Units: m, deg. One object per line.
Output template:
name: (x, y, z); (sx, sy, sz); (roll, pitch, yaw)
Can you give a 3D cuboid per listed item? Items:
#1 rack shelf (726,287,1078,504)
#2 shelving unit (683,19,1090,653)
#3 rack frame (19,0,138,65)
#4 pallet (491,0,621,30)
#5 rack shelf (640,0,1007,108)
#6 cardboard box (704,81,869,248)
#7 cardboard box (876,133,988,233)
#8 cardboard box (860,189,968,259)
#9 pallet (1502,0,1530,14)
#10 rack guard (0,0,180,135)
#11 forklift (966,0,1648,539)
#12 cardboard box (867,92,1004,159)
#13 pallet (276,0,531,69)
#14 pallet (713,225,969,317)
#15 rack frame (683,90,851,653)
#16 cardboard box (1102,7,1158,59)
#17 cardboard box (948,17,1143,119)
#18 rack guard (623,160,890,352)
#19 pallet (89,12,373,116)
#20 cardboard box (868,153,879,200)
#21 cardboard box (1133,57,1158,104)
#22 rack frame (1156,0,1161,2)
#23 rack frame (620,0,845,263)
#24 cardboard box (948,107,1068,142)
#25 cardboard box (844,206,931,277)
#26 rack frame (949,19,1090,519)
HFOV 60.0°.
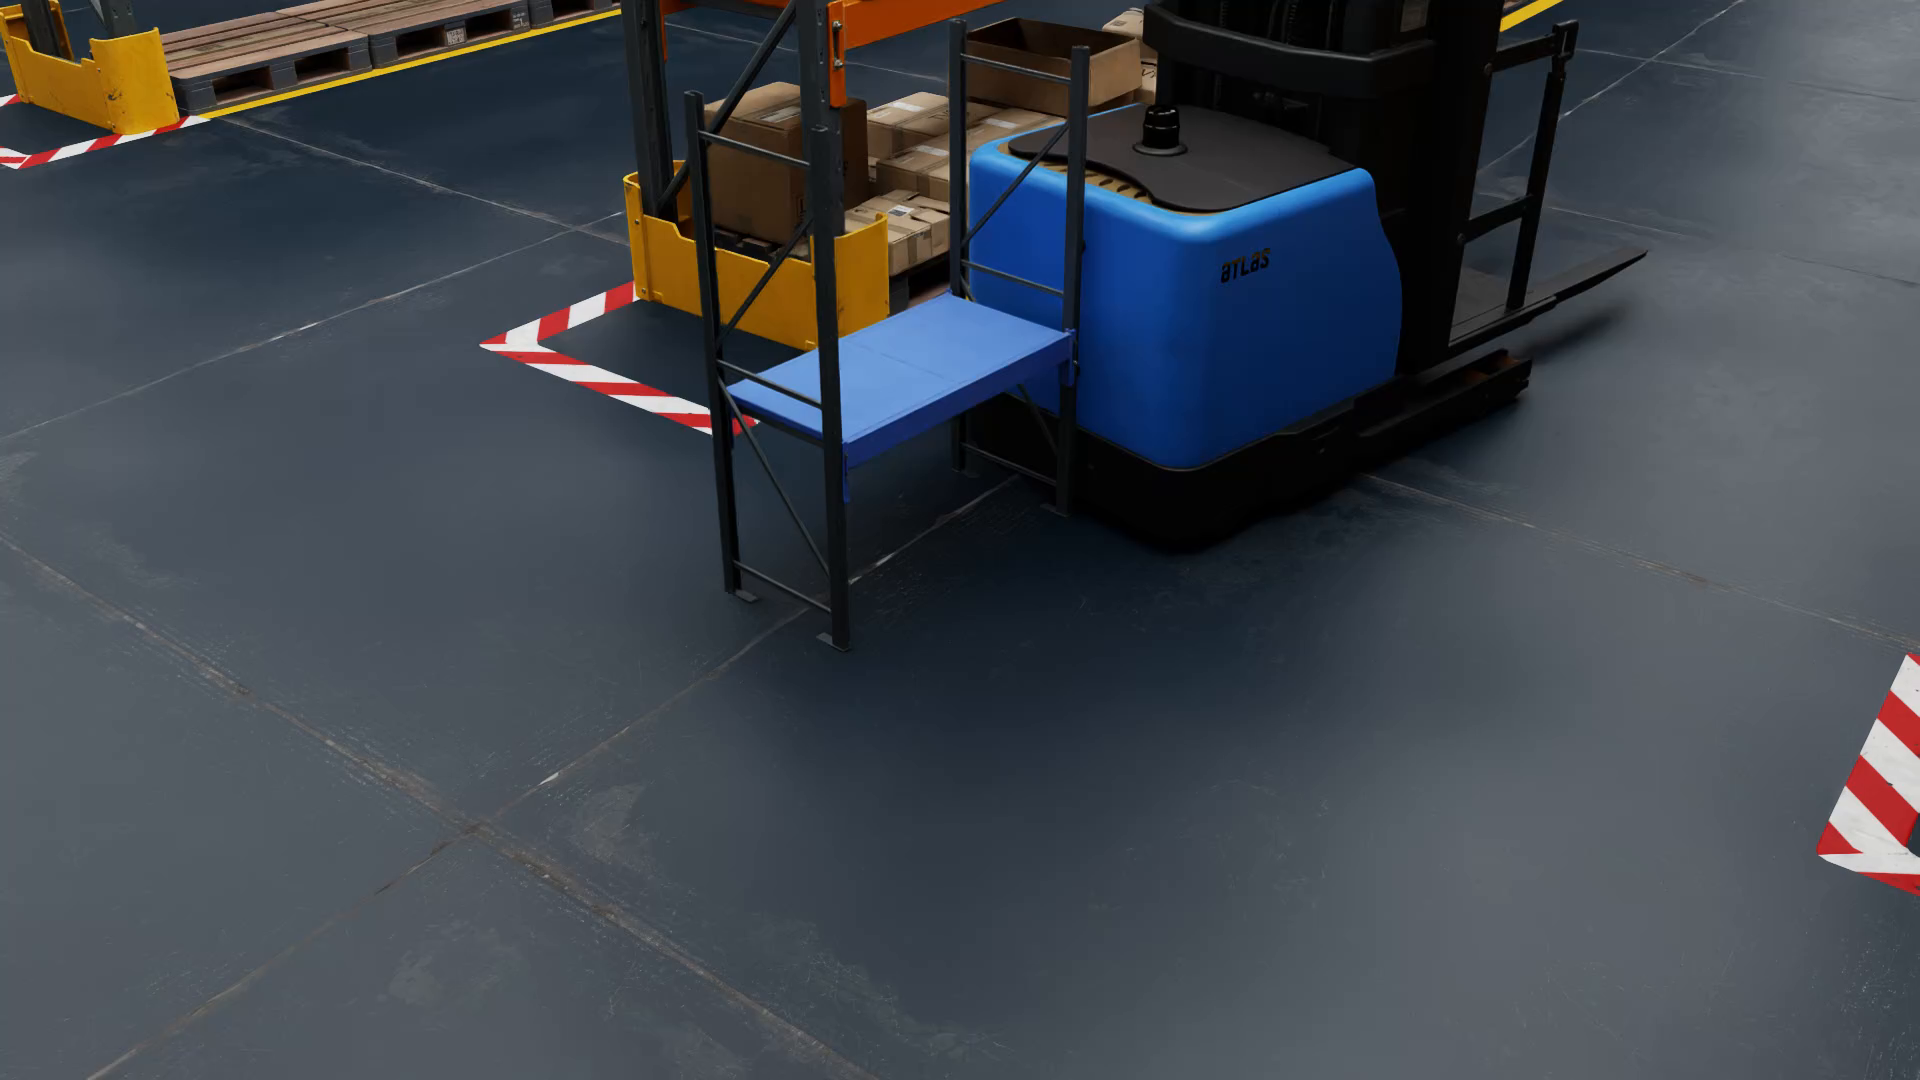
rack shelf: (-0.171, -0.453, 4.897); (0.538, 0.185, 1.000); (24, 38, 35)
shelving unit: (-0.171, -0.608, 4.805); (0.538, 1.500, 1.048); (24, 38, 35)
rack frame: (-4.814, -3.707, 8.563); (1.000, 3.000, 0.127); (21, 37, 31)
pallet: (-2.812, -3.823, 11.493); (1.003, 0.211, 1.213); (21, 37, 31)
rack shelf: (0.340, -2.685, 7.543); (1.077, 0.370, 4.000); (21, 37, 31)
cardboard box: (-0.735, -1.592, 7.014); (0.500, 0.500, 0.500); (21, 37, 31)
cardboard box: (-0.011, -1.524, 7.146); (0.500, 0.250, 0.500); (21, 37, 31)
cardboard box: (-0.190, -1.318, 6.879); (0.380, 0.166, 0.250); (21, 37, 31)
pallet: (3.481, -3.941, 11.694); (1.003, 0.211, 1.213); (21, 37, 31)
rack guard: (-4.818, -2.618, 9.177); (1.175, 0.500, 0.348); (21, 37, 31)
forklift: (1.460, -1.885, 5.556); (3.031, 2.935, 1.130); (-24, 38, -34)
cardboard box: (-0.138, -1.861, 7.714); (0.500, 0.250, 0.500); (21, 37, 31)
pallet: (-3.548, -3.325, 10.653); (1.003, 0.211, 1.213); (21, 37, 31)
pallet: (-0.341, -1.337, 7.299); (1.003, 0.211, 1.213); (21, 37, 31)
rack frame: (-0.508, -0.414, 4.477); (0.500, 1.500, 0.032); (24, 38, 35)
cardboard box: (1.121, -2.736, 9.129); (0.500, 0.311, 0.500); (21, 37, 31)
cardboard box: (0.417, -2.157, 7.965); (0.797, 0.503, 0.637); (21, 37, 31)
rack guard: (-0.821, -1.137, 6.678); (1.175, 0.500, 0.348); (21, 37, 31)
pallet: (-4.285, -2.831, 9.819); (1.003, 0.211, 1.213); (21, 37, 31)
cardboard box: (-0.419, -1.585, 7.330); (0.380, 0.166, 0.250); (21, 37, 31)
cardboard box: (0.977, -2.216, 8.253); (0.500, 0.311, 0.500); (21, 37, 31)
rack frame: (1.547, -3.807, 8.732); (1.000, 3.000, 0.127); (21, 37, 31)
rack frame: (-0.867, -2.181, 5.988); (1.000, 3.000, 0.127); (21, 37, 31)
cardboard box: (0.291, -1.728, 7.489); (0.500, 0.250, 0.500); (21, 37, 31)
cardboard box: (-0.341, -1.208, 6.712); (0.380, 0.149, 0.250); (21, 37, 31)
rack frame: (0.165, -0.803, 5.133); (0.500, 1.500, 0.032); (24, 38, 35)
